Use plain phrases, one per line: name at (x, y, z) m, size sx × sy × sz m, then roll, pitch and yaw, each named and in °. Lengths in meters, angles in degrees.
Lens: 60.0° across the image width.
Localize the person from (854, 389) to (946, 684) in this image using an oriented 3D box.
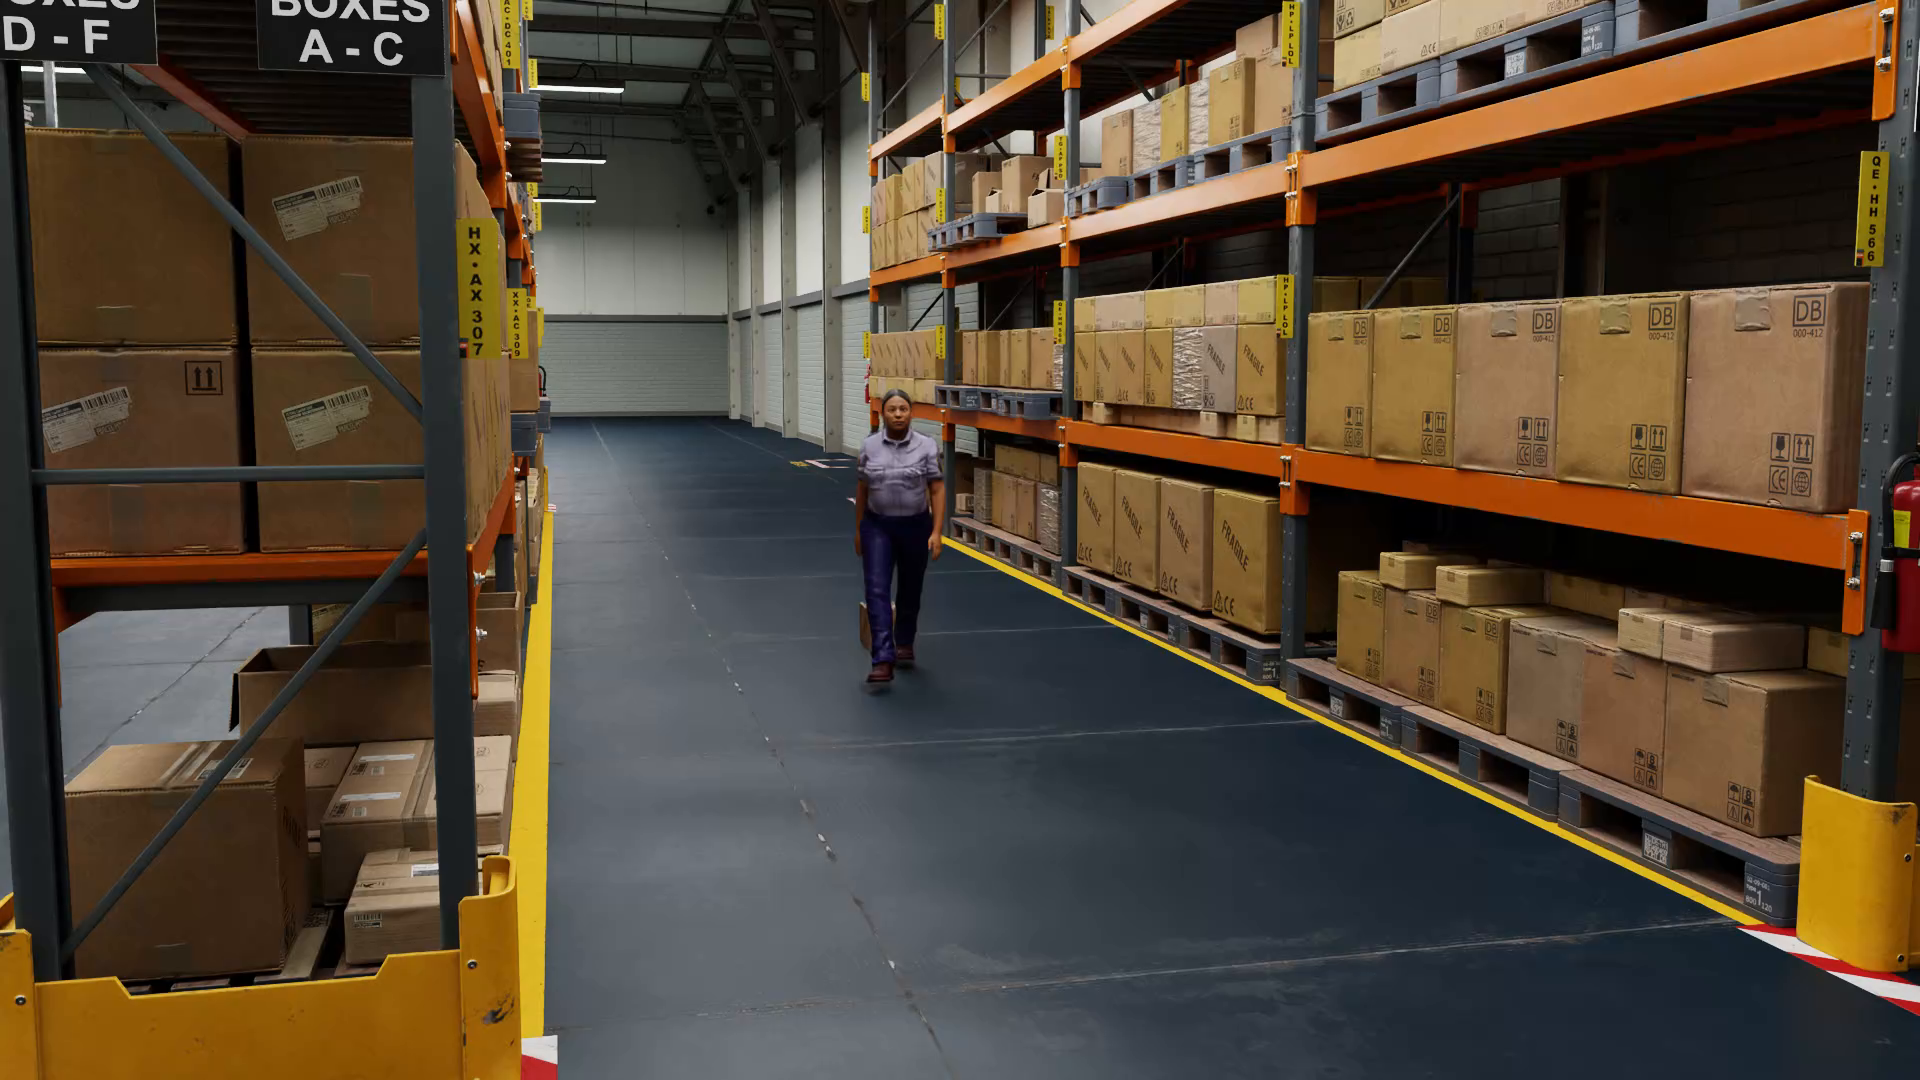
person at (-0.332, -0.048, 9.205) m, size 0.506 × 1.576 × 1.024 m, roll 0°, pitch 6°, yaw -4°
